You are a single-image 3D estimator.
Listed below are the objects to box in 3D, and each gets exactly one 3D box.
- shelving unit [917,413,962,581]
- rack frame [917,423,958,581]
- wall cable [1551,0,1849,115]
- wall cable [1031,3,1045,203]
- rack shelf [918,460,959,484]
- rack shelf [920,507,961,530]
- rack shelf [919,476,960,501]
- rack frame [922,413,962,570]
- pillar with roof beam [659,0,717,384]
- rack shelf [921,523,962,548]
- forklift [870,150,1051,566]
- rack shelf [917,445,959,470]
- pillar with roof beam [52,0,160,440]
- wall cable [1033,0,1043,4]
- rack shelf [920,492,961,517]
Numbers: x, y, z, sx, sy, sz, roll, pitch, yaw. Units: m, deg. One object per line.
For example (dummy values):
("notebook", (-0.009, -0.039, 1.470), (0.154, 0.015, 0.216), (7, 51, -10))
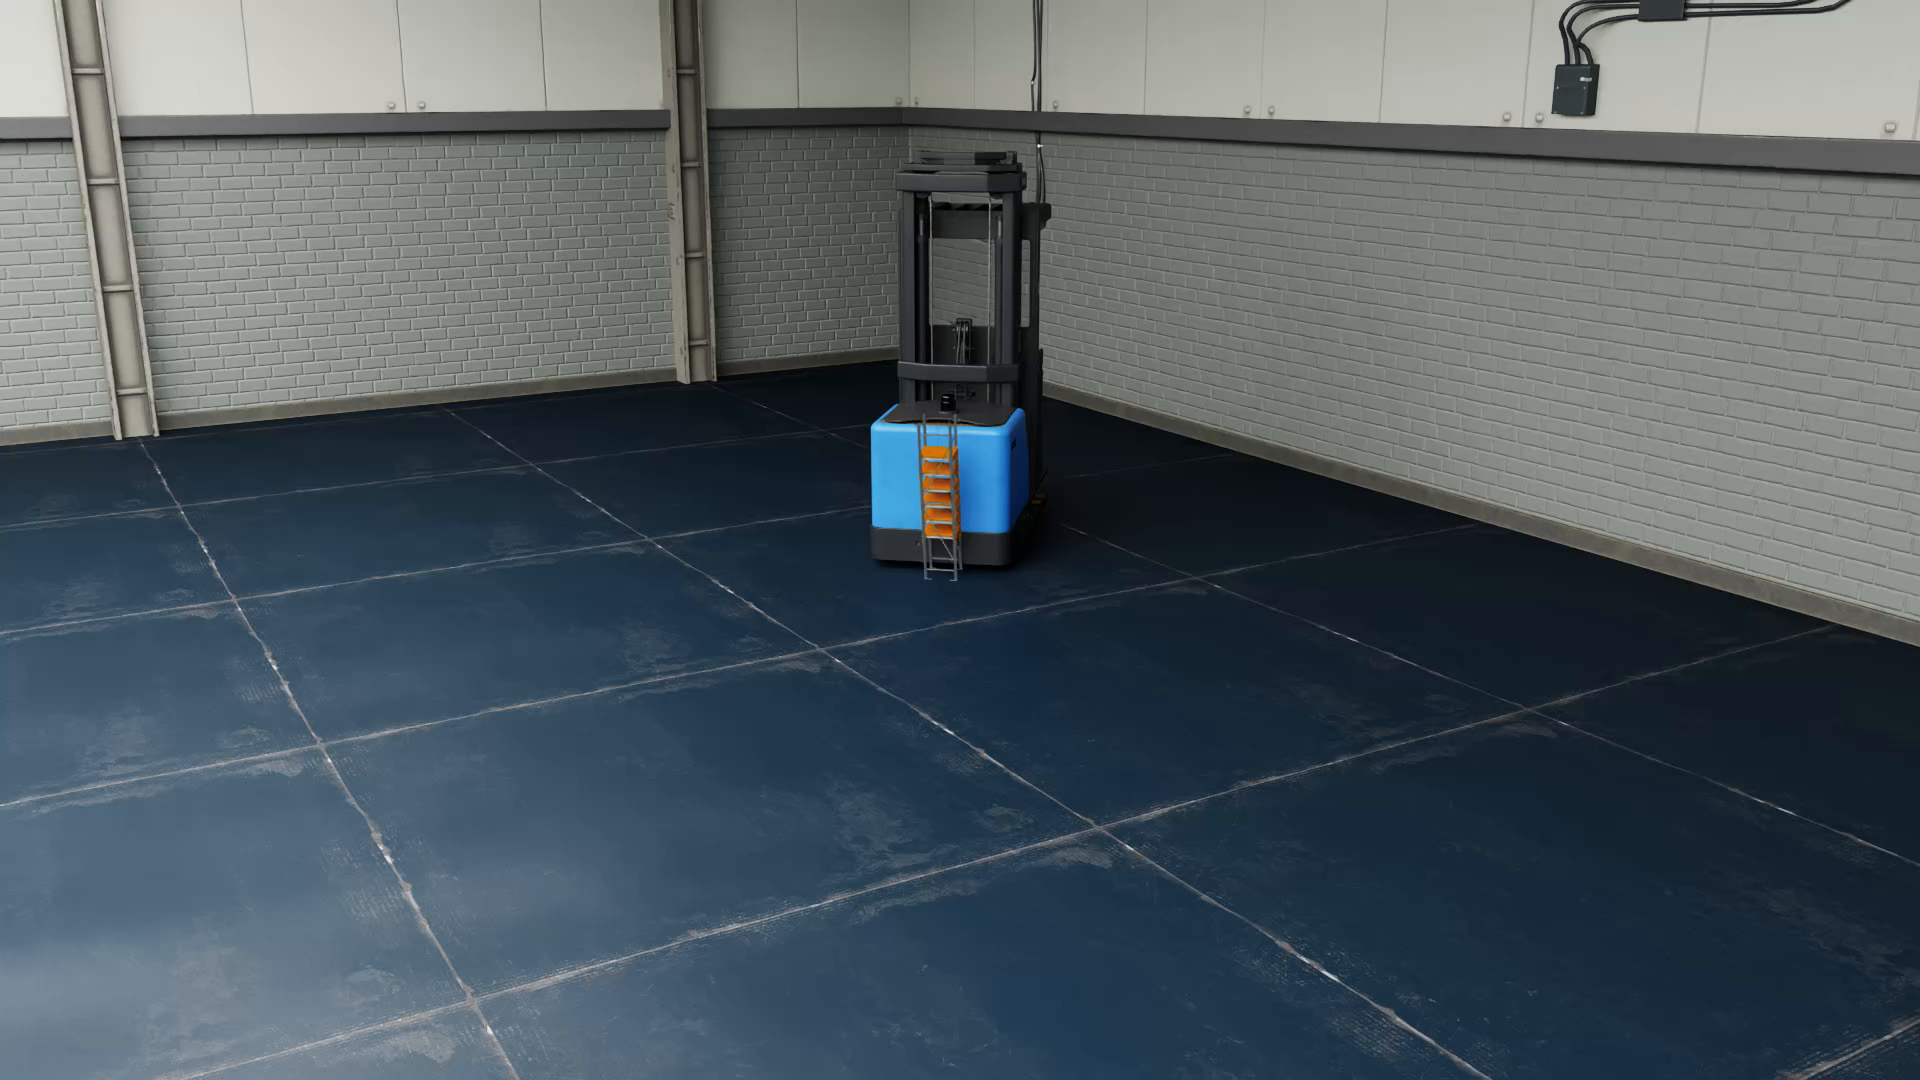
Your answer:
("shelving unit", (-0.139, -0.292, 11.700), (0.258, 1.200, 0.189), (3, 26, 11))
("rack frame", (-0.156, -0.252, 11.619), (0.240, 1.200, 0.006), (3, 26, 11))
("wall cable", (4.973, -5.761, 10.489), (0.169, 6.003, 2.305), (-9, 18, -30))
("wall cable", (0.098, -4.827, 19.211), (0.112, 2.526, 3.097), (-9, 18, -30))
("rack shelf", (-0.146, -0.468, 11.614), (0.258, 0.103, 0.180), (3, 26, 11))
("rack shelf", (-0.134, -0.145, 11.772), (0.258, 0.103, 0.180), (3, 26, 11))
("rack shelf", (-0.142, -0.360, 11.667), (0.258, 0.103, 0.180), (3, 26, 11))
("rack frame", (-0.122, -0.332, 11.780), (0.240, 1.200, 0.006), (3, 26, 11))
("pillar with roof beam", (-0.891, -5.223, 14.869), (0.400, 9.000, 9.100), (-9, 18, -30))
("rack shelf", (-0.129, -0.037, 11.824), (0.258, 0.103, 0.180), (3, 26, 11))
("forklift", (0.113, -1.579, 13.112), (1.130, 2.935, 3.031), (3, 16, 10))
("rack shelf", (-0.150, -0.576, 11.562), (0.258, 0.103, 0.180), (3, 26, 11))
("pillar with roof beam", (-6.034, -4.389, 11.893), (0.400, 9.000, 9.100), (-9, 18, -30))
("wall cable", (1.491, -6.633, 16.296), (0.112, 2.526, 3.097), (-9, 18, -30))
("rack shelf", (-0.138, -0.252, 11.719), (0.258, 0.103, 0.180), (3, 26, 11))
